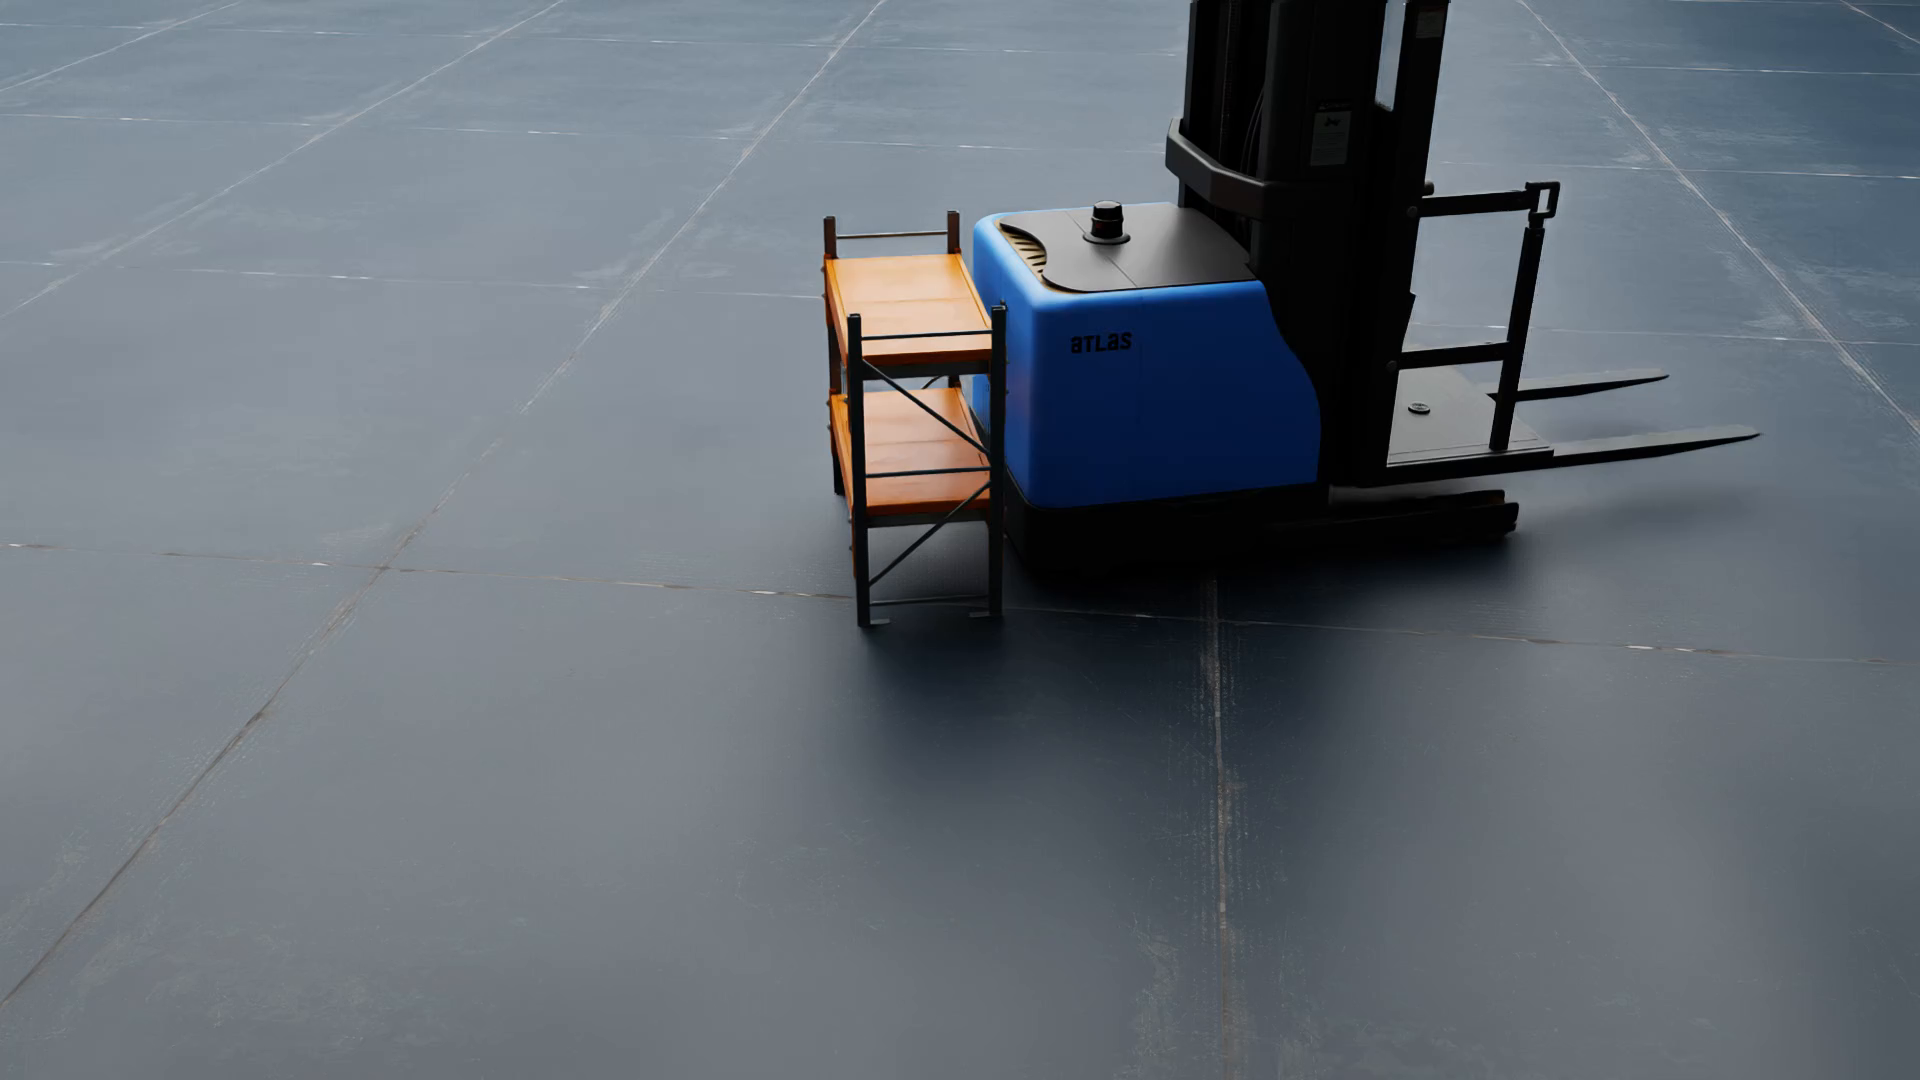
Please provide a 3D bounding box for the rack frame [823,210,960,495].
[{"bbox_3d":[-0.251,-0.698,6.359,0.500,1.125,0.032,-4,29,-7],"label":"rack frame"}]

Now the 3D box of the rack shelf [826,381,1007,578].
[{"bbox_3d":[-0.178,-0.244,6.032,0.538,0.278,1.000,-4,29,-7],"label":"rack shelf"}]

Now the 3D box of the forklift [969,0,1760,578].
[{"bbox_3d":[1.609,-1.508,5.959,3.031,2.935,1.130,-6,29,-11],"label":"forklift"}]

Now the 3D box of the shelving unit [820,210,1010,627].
[{"bbox_3d":[-0.178,-0.459,5.916,0.538,1.125,1.048,-4,29,-7],"label":"shelving unit"}]

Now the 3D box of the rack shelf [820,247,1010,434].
[{"bbox_3d":[-0.178,-0.717,5.777,0.538,0.278,1.000,-4,29,-7],"label":"rack shelf"}]

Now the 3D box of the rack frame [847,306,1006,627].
[{"bbox_3d":[-0.105,-0.221,5.473,0.500,1.125,0.032,-4,29,-7],"label":"rack frame"}]
